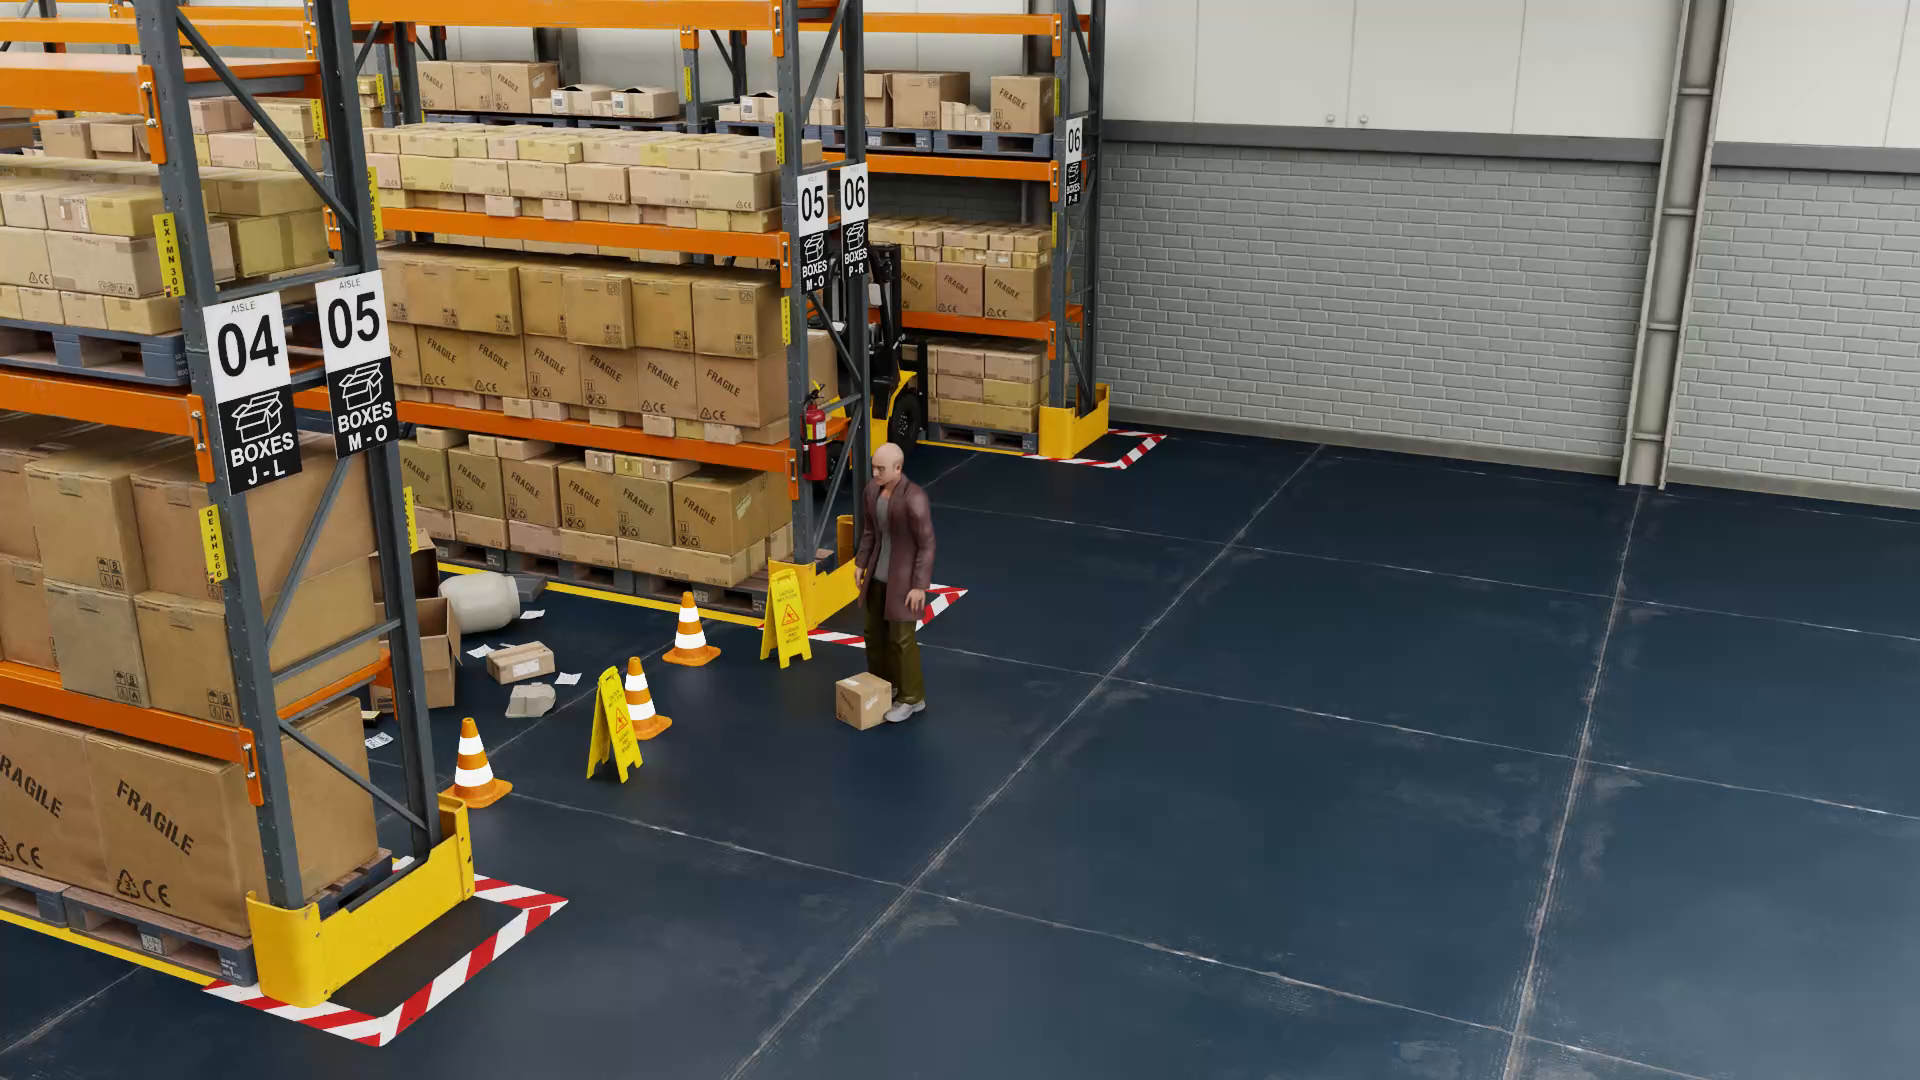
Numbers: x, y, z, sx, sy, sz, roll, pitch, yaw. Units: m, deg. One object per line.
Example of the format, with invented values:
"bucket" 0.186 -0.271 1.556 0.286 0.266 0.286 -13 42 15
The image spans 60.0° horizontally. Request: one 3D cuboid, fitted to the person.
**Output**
"person" -0.413 0.240 10.380 0.416 1.774 0.656 -16 25 -39
